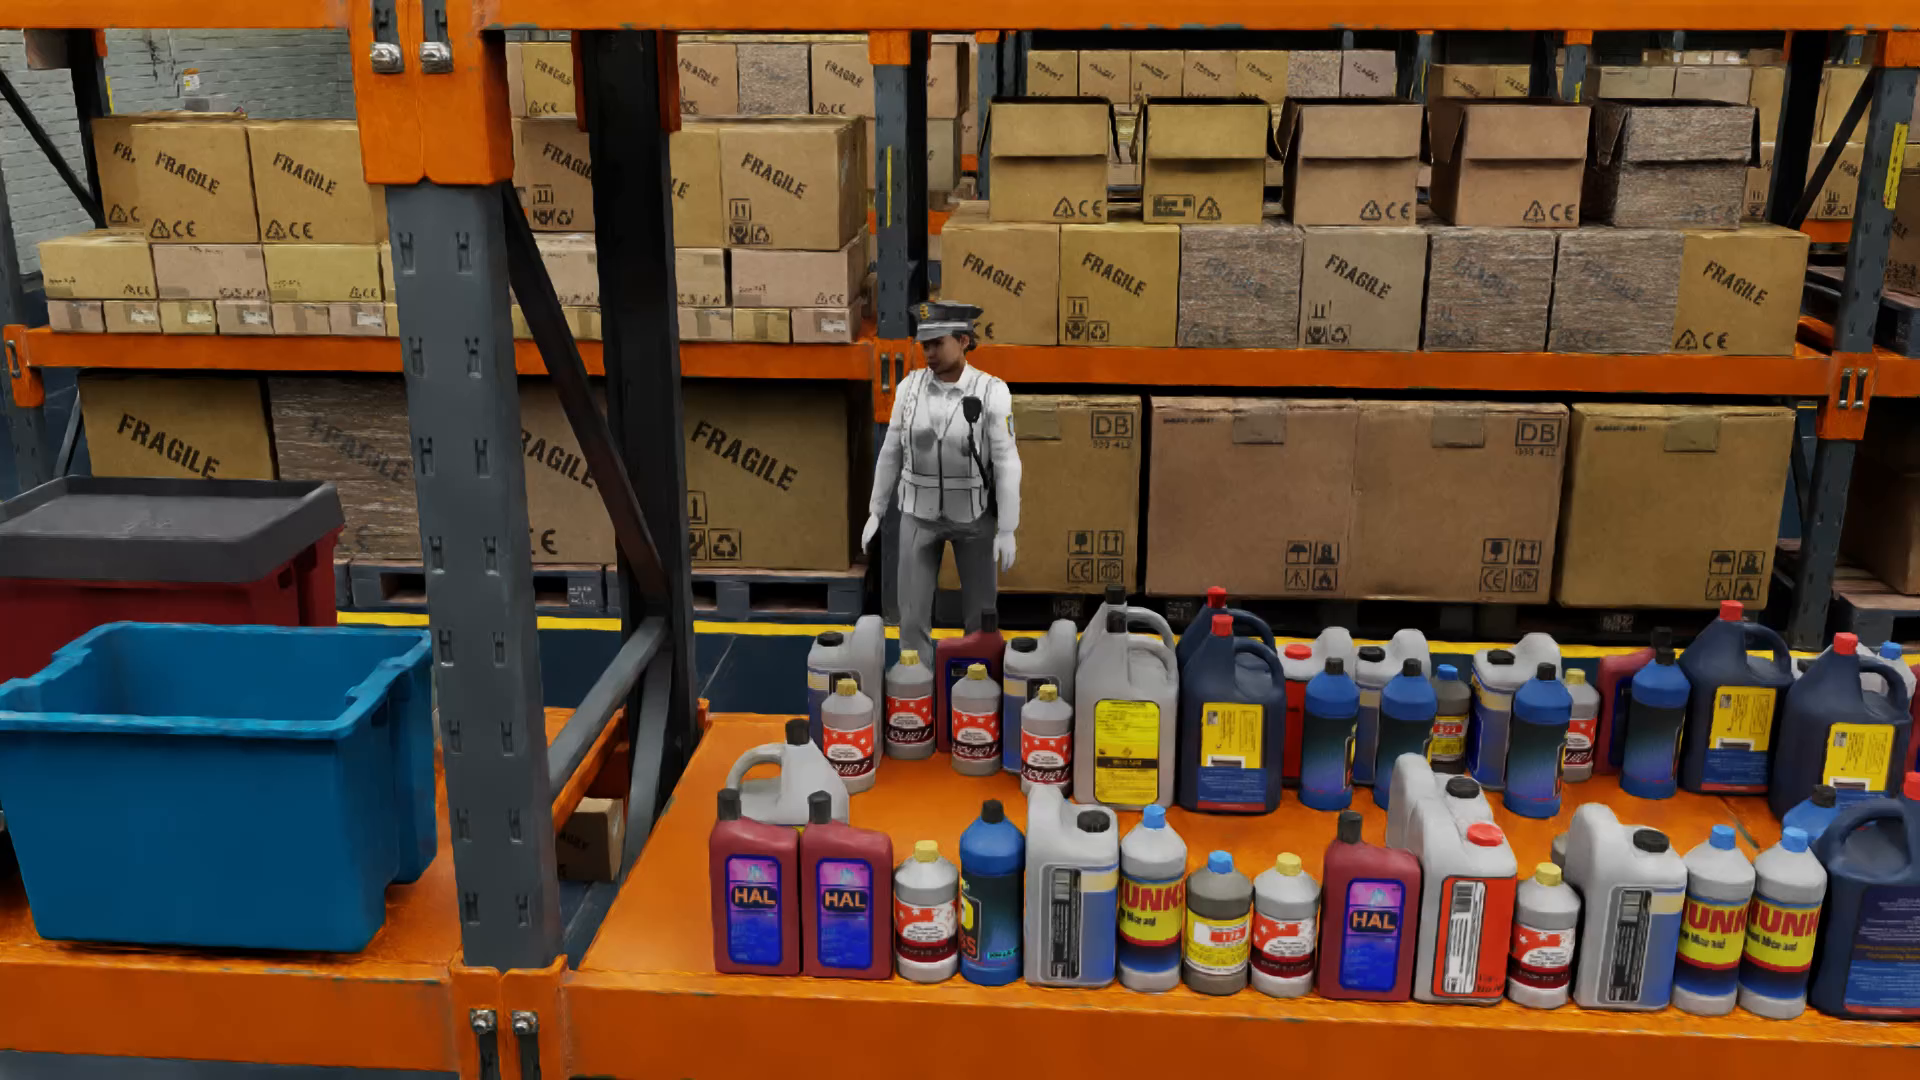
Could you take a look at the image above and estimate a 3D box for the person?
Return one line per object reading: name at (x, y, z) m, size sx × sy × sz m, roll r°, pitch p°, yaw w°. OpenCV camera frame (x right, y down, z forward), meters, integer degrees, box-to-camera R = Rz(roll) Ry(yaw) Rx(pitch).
person at (-0.075, -0.057, 6.131) m, size 0.600 × 1.668 × 0.553 m, roll 3°, pitch 18°, yaw 9°
